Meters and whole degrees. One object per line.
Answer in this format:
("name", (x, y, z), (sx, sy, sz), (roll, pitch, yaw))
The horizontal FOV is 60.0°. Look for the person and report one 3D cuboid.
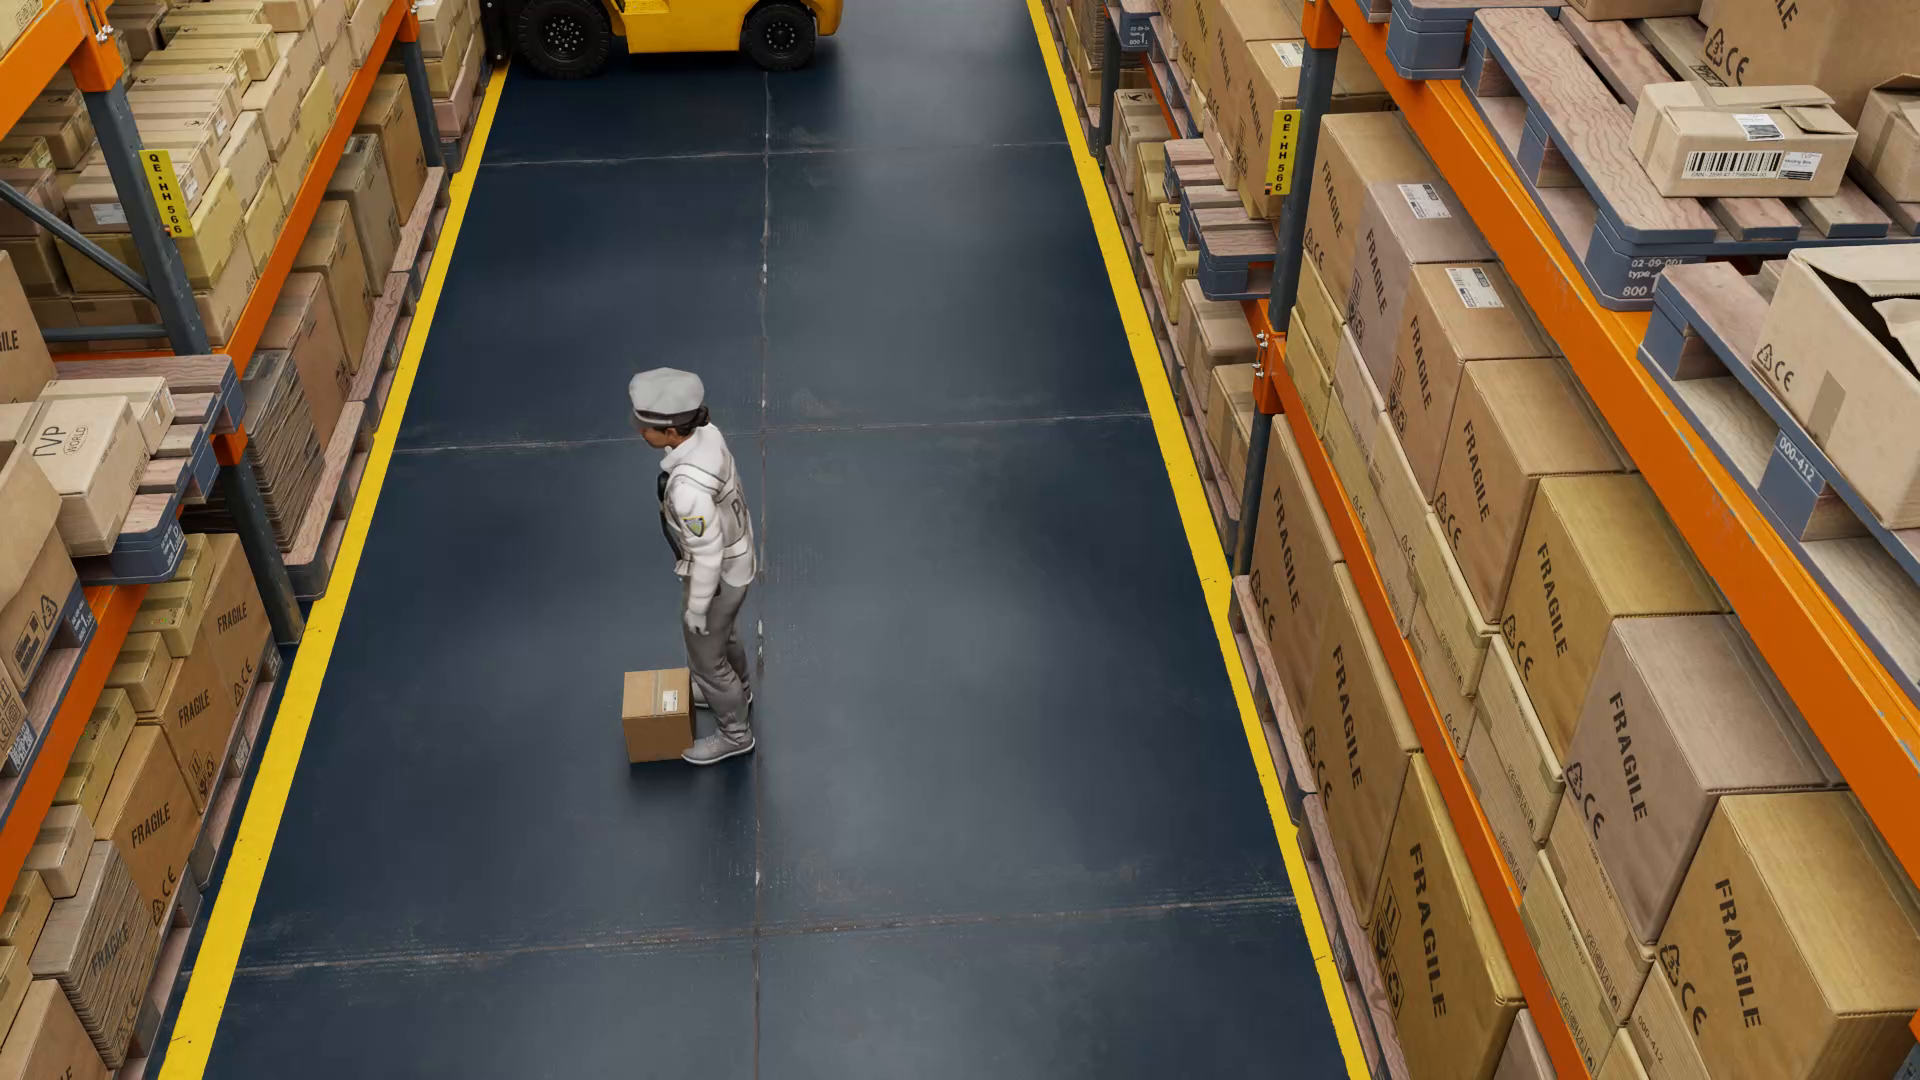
("person", (-0.922, 0.109, 6.019), (0.375, 1.662, 0.526), (-4, 39, -4))
